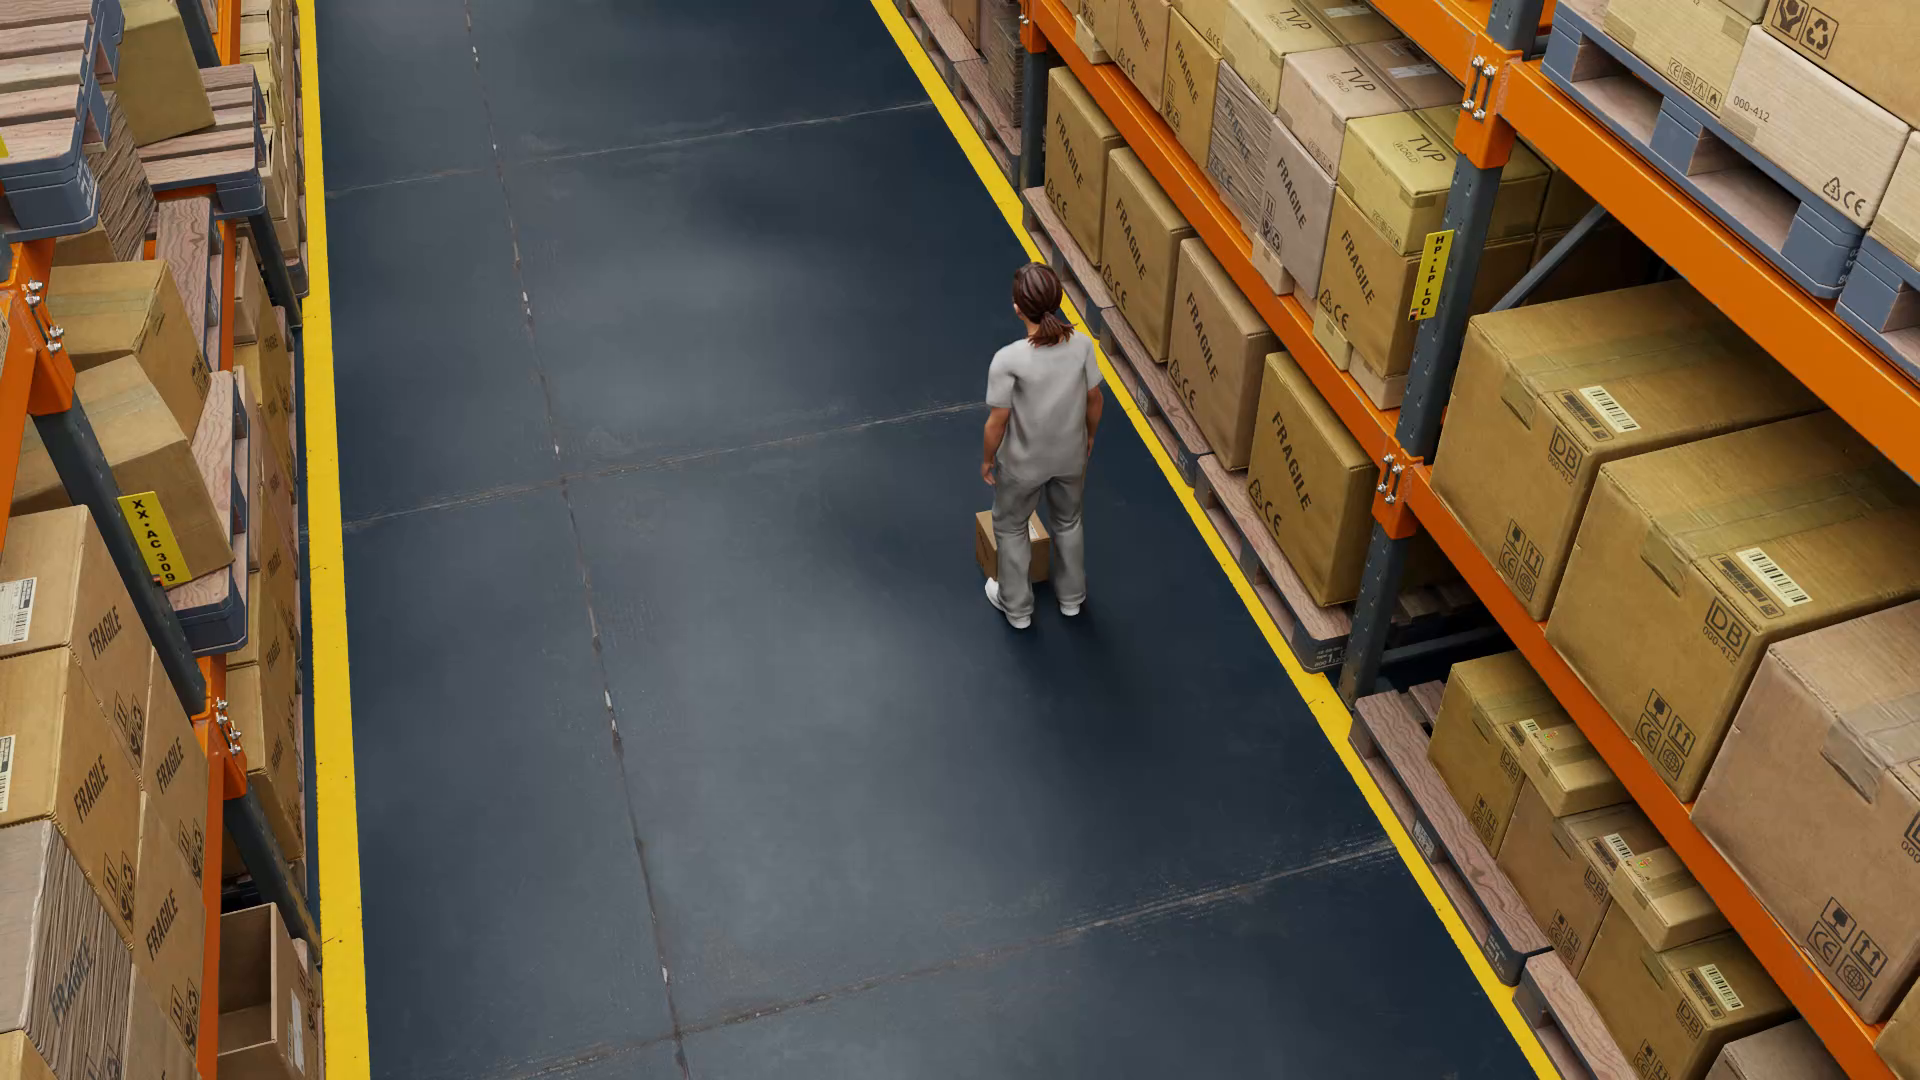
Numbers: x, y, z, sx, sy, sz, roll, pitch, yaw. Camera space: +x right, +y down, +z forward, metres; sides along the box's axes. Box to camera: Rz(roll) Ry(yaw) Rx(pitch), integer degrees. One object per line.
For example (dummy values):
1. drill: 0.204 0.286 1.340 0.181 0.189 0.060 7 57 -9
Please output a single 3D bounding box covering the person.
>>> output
1. person: 0.313 -0.337 6.535 0.488 1.667 0.360 -13 44 -14
